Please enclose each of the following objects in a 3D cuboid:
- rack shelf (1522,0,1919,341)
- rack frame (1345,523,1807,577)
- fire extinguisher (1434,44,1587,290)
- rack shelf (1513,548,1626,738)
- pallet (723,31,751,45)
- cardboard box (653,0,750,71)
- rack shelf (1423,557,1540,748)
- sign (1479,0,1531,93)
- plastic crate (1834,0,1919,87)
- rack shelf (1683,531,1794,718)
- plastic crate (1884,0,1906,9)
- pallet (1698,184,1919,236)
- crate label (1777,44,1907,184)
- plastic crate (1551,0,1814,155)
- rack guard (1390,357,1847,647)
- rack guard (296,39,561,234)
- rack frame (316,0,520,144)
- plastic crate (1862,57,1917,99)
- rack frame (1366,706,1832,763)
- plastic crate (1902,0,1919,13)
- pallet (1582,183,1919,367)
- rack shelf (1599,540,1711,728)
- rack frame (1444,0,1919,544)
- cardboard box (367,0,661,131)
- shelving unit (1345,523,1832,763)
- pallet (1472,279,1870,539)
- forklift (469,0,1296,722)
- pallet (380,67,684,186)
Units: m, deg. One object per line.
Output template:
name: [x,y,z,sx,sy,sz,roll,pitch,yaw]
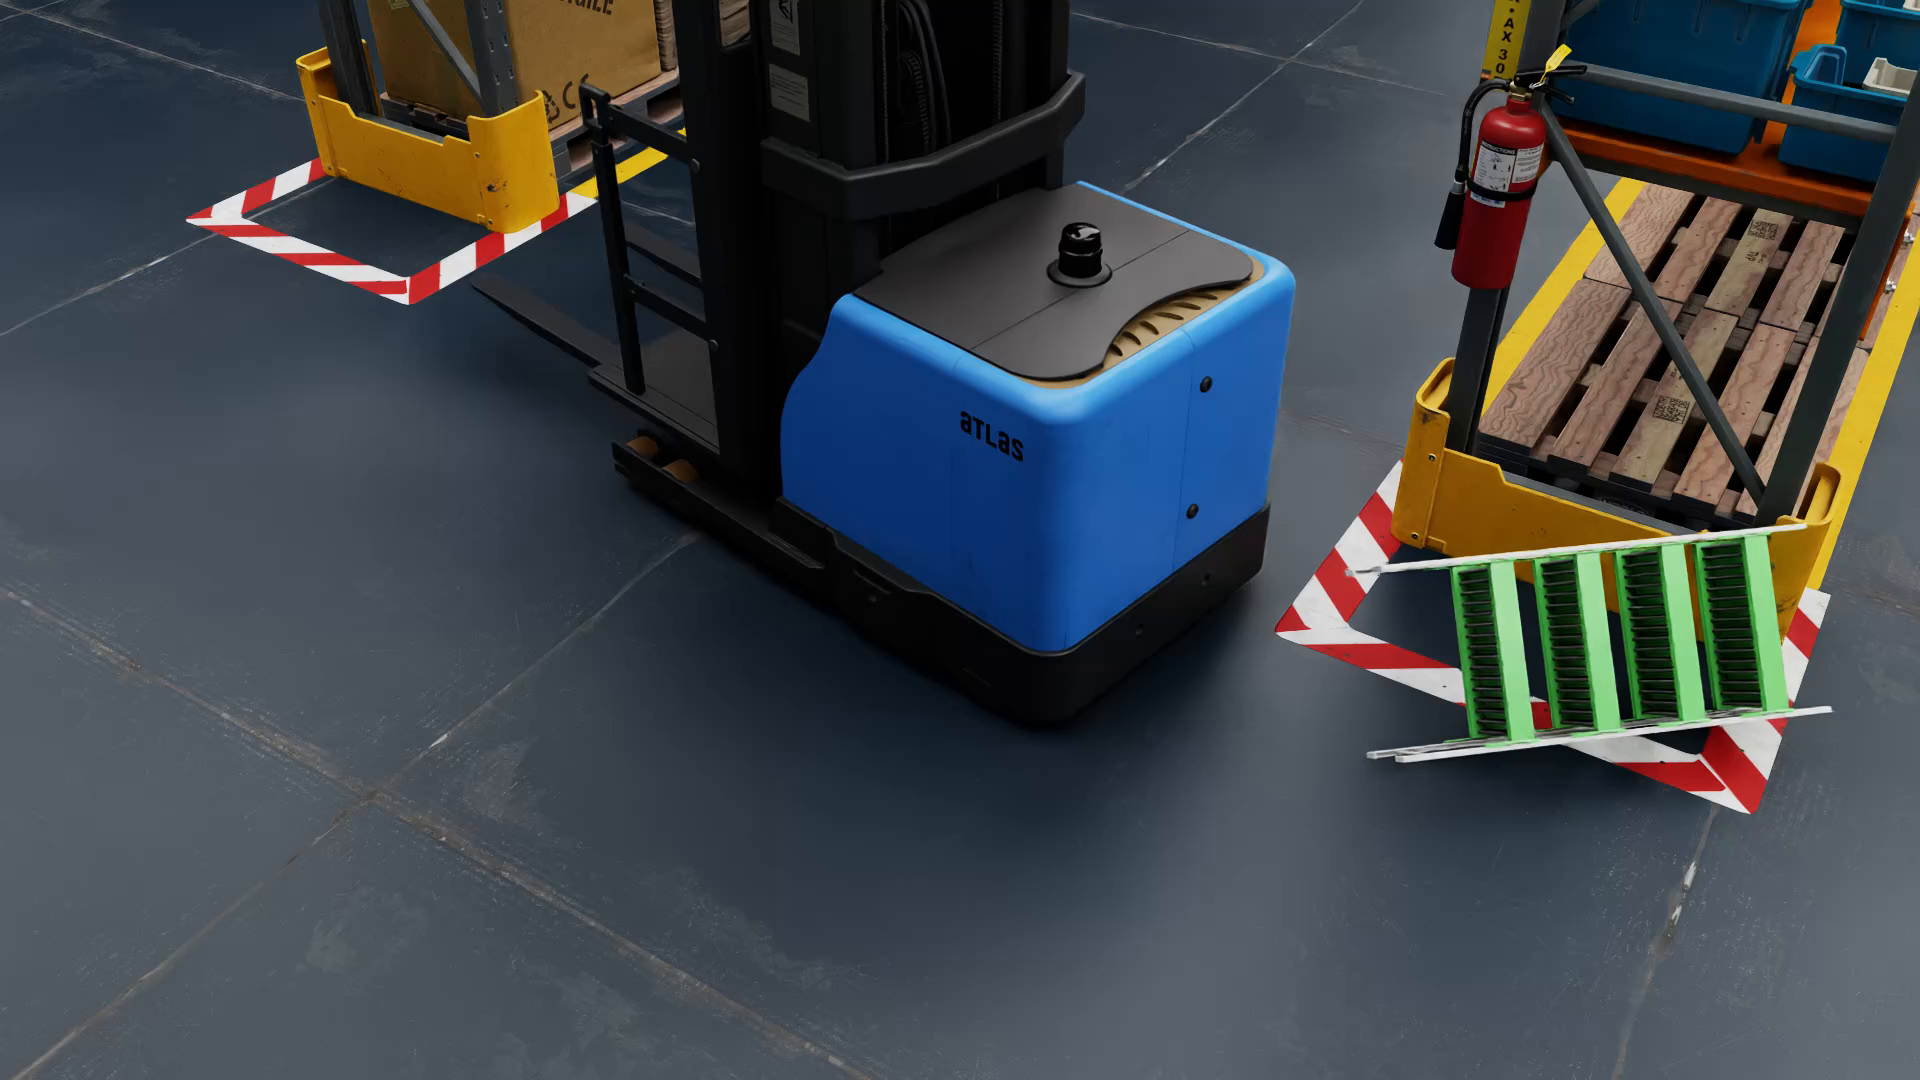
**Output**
rack shelf: [3.001,-1.860,5.796,1.077,0.370,4.000,21,42,25]
rack frame: [1.646,0.027,4.452,1.200,0.015,0.240,-5,-4,-9]
fire extinguisher: [1.465,-1.007,4.468,0.296,0.674,0.183,21,42,25]
rack shelf: [1.608,0.275,4.426,0.148,0.480,0.258,-5,-4,-9]
pallet: [-1.236,-2.694,8.572,1.003,0.211,1.213,21,42,25]
cardboard box: [-1.490,-2.884,7.931,0.875,0.875,0.875,21,42,25]
rack shelf: [1.372,0.297,4.389,0.148,0.480,0.258,-5,-4,-9]
sign: [1.457,-1.350,4.411,0.100,0.325,0.005,21,42,25]
plastic crate: [2.693,-1.431,4.737,0.416,0.233,0.300,21,42,25]
rack shelf: [2.080,0.231,4.501,0.148,0.480,0.258,-5,-4,-9]
plastic crate: [3.045,-1.770,5.177,0.416,0.233,0.300,21,42,25]
pallet: [3.712,-1.680,7.257,1.003,0.211,1.213,21,42,25]
crate label: [2.340,-1.091,4.297,0.416,0.233,0.303,21,42,25]
plastic crate: [1.951,-1.386,4.513,0.616,0.435,0.499,21,42,25]
rack guard: [1.928,-0.108,4.980,1.175,0.500,0.348,21,42,25]
rack guard: [-2.265,-1.732,7.087,1.175,0.500,0.348,21,42,25]
rack frame: [-2.252,-2.734,6.340,1.000,3.000,0.127,21,42,25]
plastic crate: [2.582,-1.191,4.506,0.250,0.136,0.298,21,42,25]
rack frame: [1.696,0.511,4.421,1.200,0.015,0.240,-5,-4,-9]
plastic crate: [2.945,-1.541,4.959,0.250,0.136,0.298,21,42,25]
pallet: [3.059,-1.049,6.438,1.003,0.211,1.213,21,42,25]
rack shelf: [1.844,0.253,4.464,0.148,0.480,0.258,-5,-4,-9]
rack frame: [1.930,-1.114,4.239,1.000,3.000,0.127,21,42,25]
cardboard box: [-1.977,-2.415,7.323,0.875,0.875,0.875,21,42,25]
shelving unit: [1.671,0.269,4.436,1.200,0.503,0.258,-5,-4,-9]
pallet: [2.404,-0.422,5.625,1.003,0.211,1.213,21,42,25]
forklift: [-0.493,-1.456,4.738,3.031,2.935,1.130,30,47,33]
pallet: [-1.890,-2.068,7.759,1.003,0.211,1.213,21,42,25]
